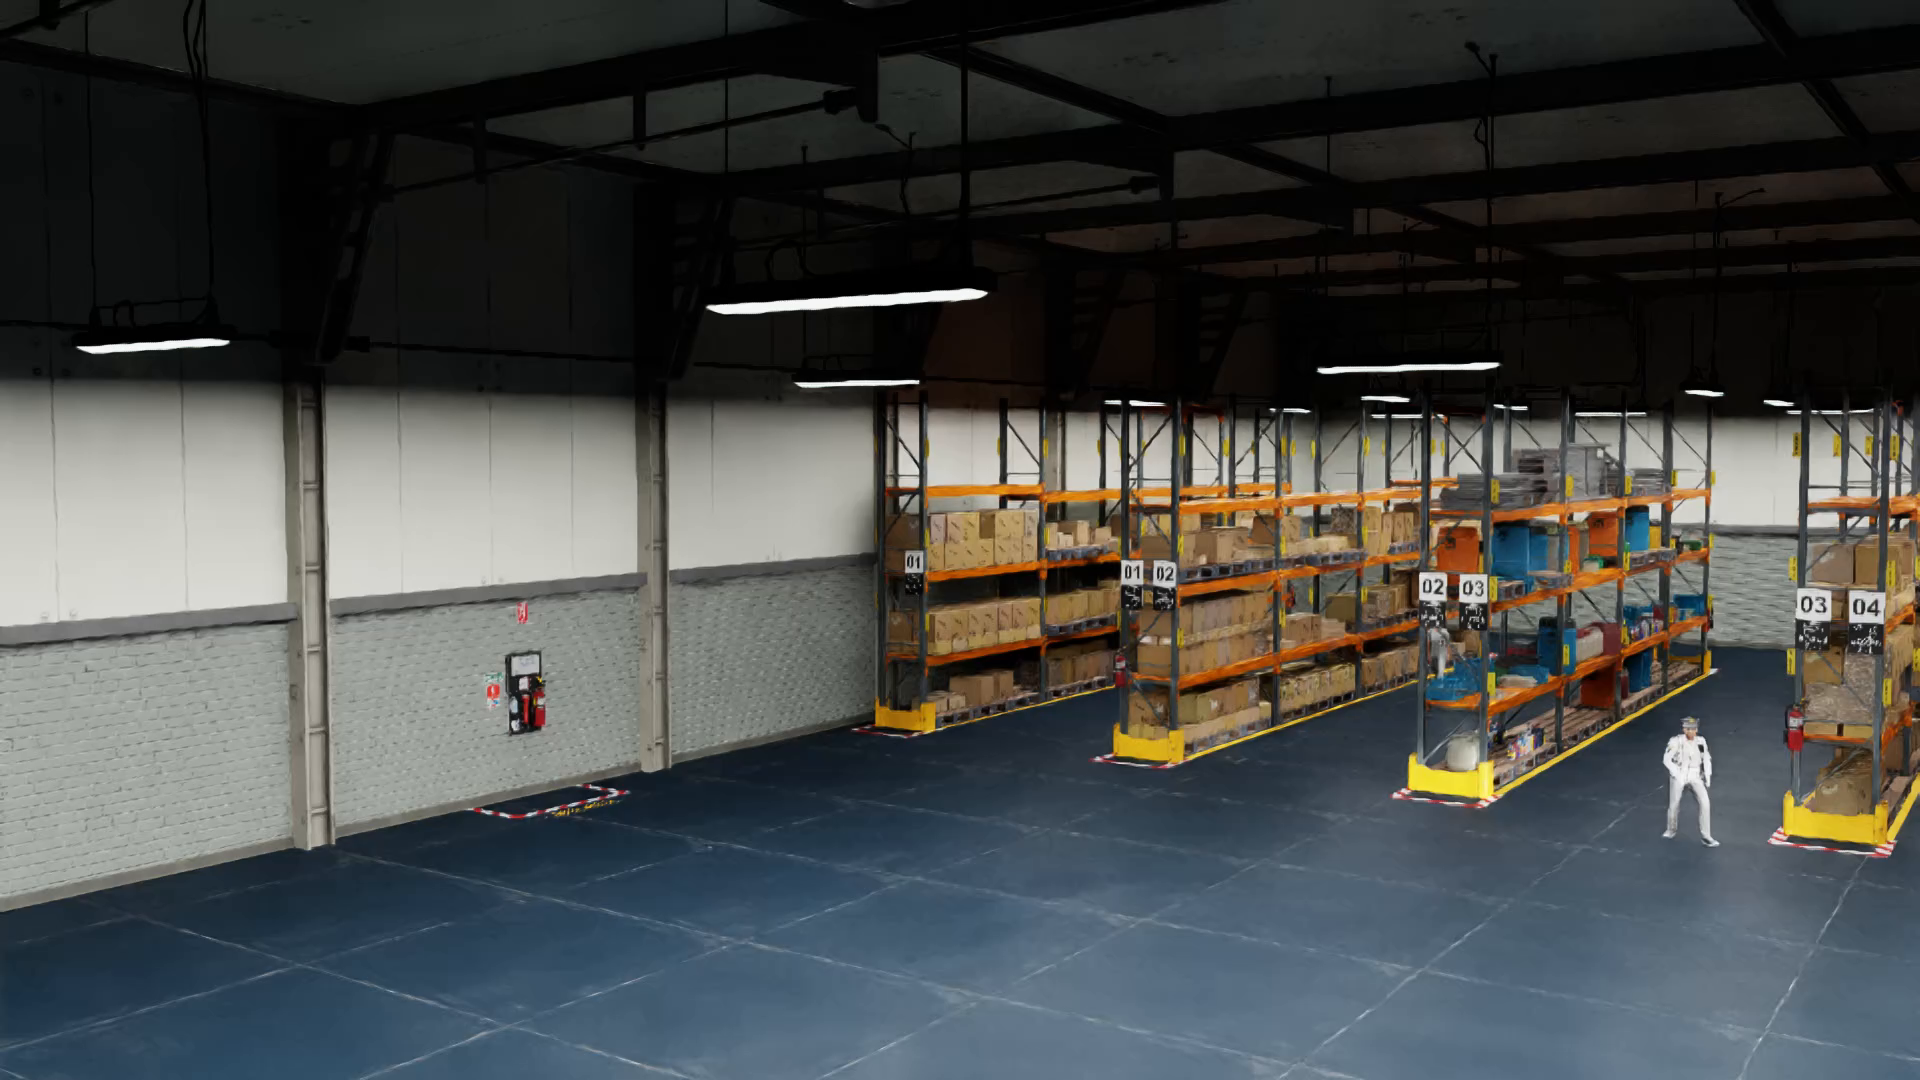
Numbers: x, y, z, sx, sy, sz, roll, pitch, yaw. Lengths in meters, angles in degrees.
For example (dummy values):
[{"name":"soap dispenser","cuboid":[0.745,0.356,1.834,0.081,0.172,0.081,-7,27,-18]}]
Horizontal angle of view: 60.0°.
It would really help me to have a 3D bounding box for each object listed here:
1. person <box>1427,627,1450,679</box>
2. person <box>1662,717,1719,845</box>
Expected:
[{"name":"person","cuboid":[9.682,2.321,33.746,0.448,1.567,1.095,2,4,32]},{"name":"person","cuboid":[9.225,3.021,21.062,0.640,1.618,0.757,1,3,15]}]
